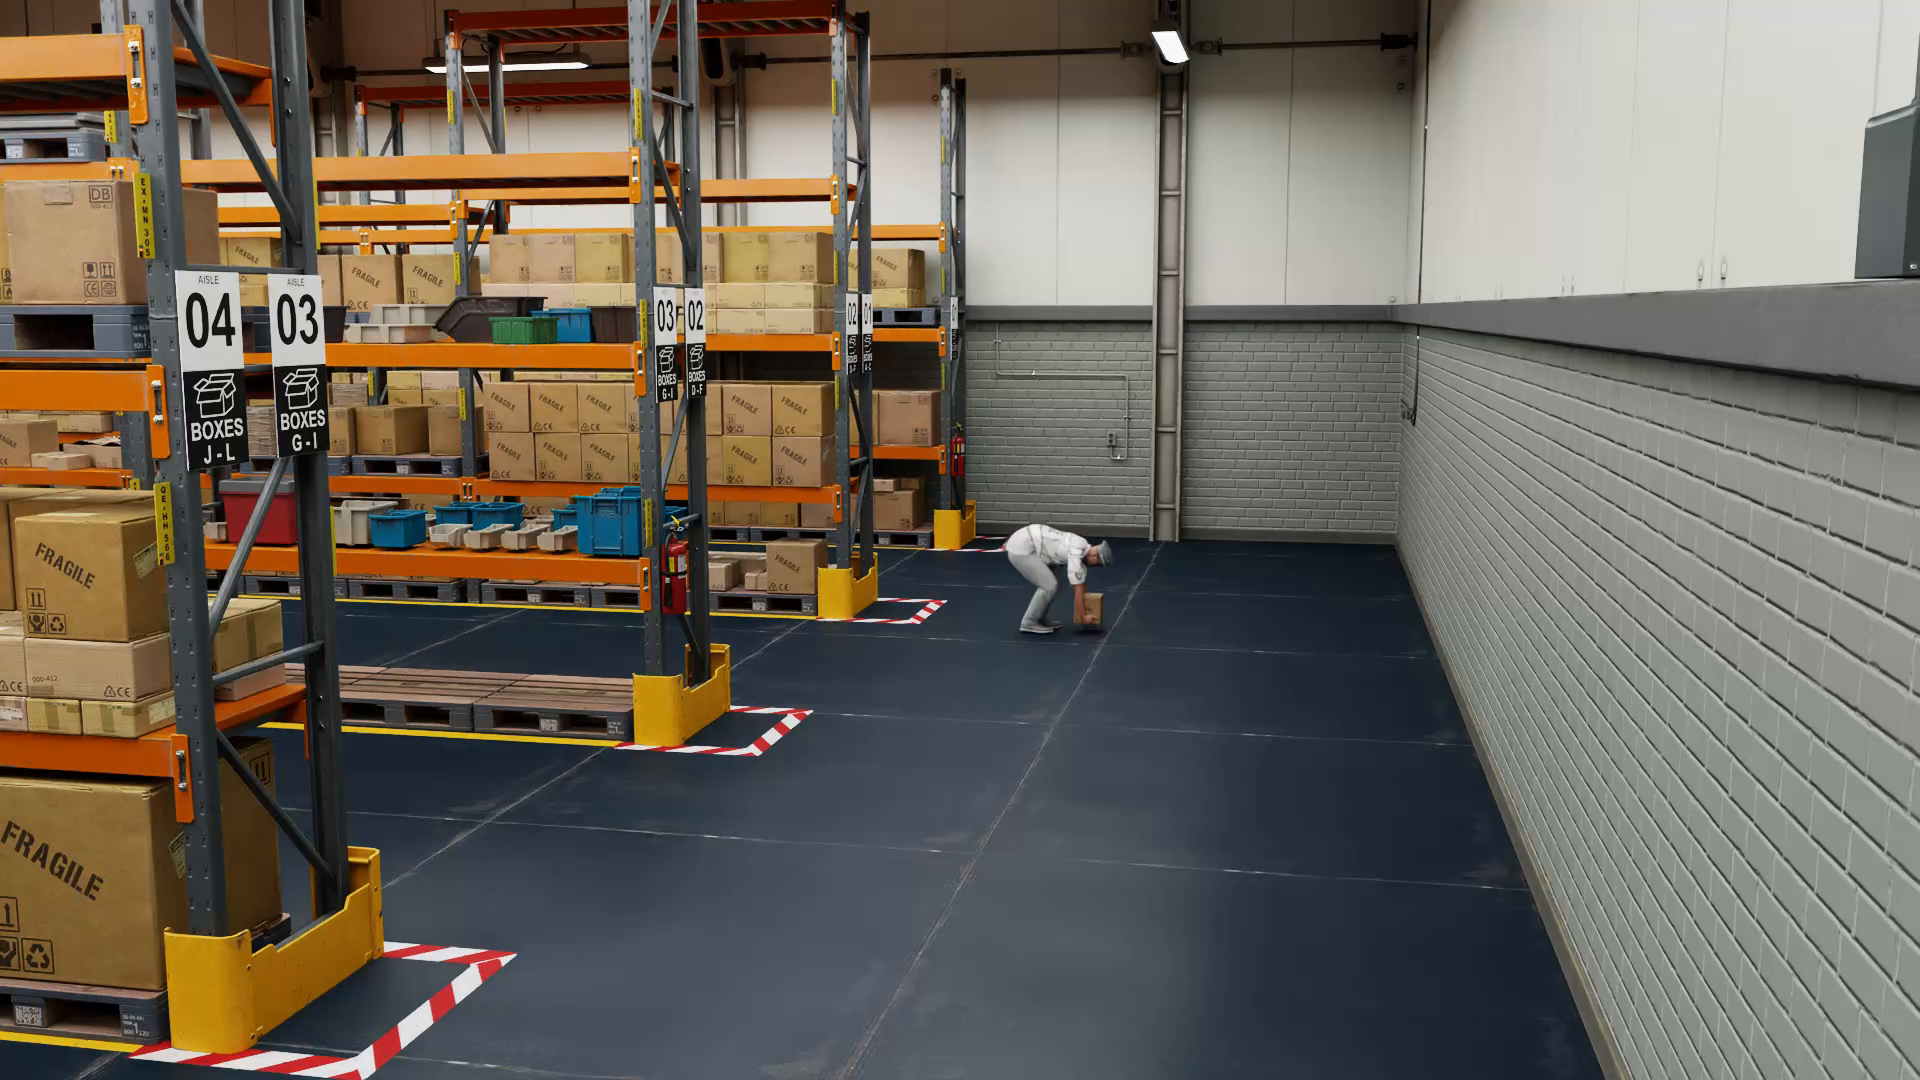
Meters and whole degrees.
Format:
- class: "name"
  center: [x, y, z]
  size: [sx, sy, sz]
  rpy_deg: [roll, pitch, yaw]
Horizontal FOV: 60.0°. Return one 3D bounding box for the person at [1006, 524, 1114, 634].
- class: "person"
  center: [0.954, 0.366, 15.818]
  size: [1.019, 1.020, 0.516]
  rpy_deg: [1, 8, 8]
